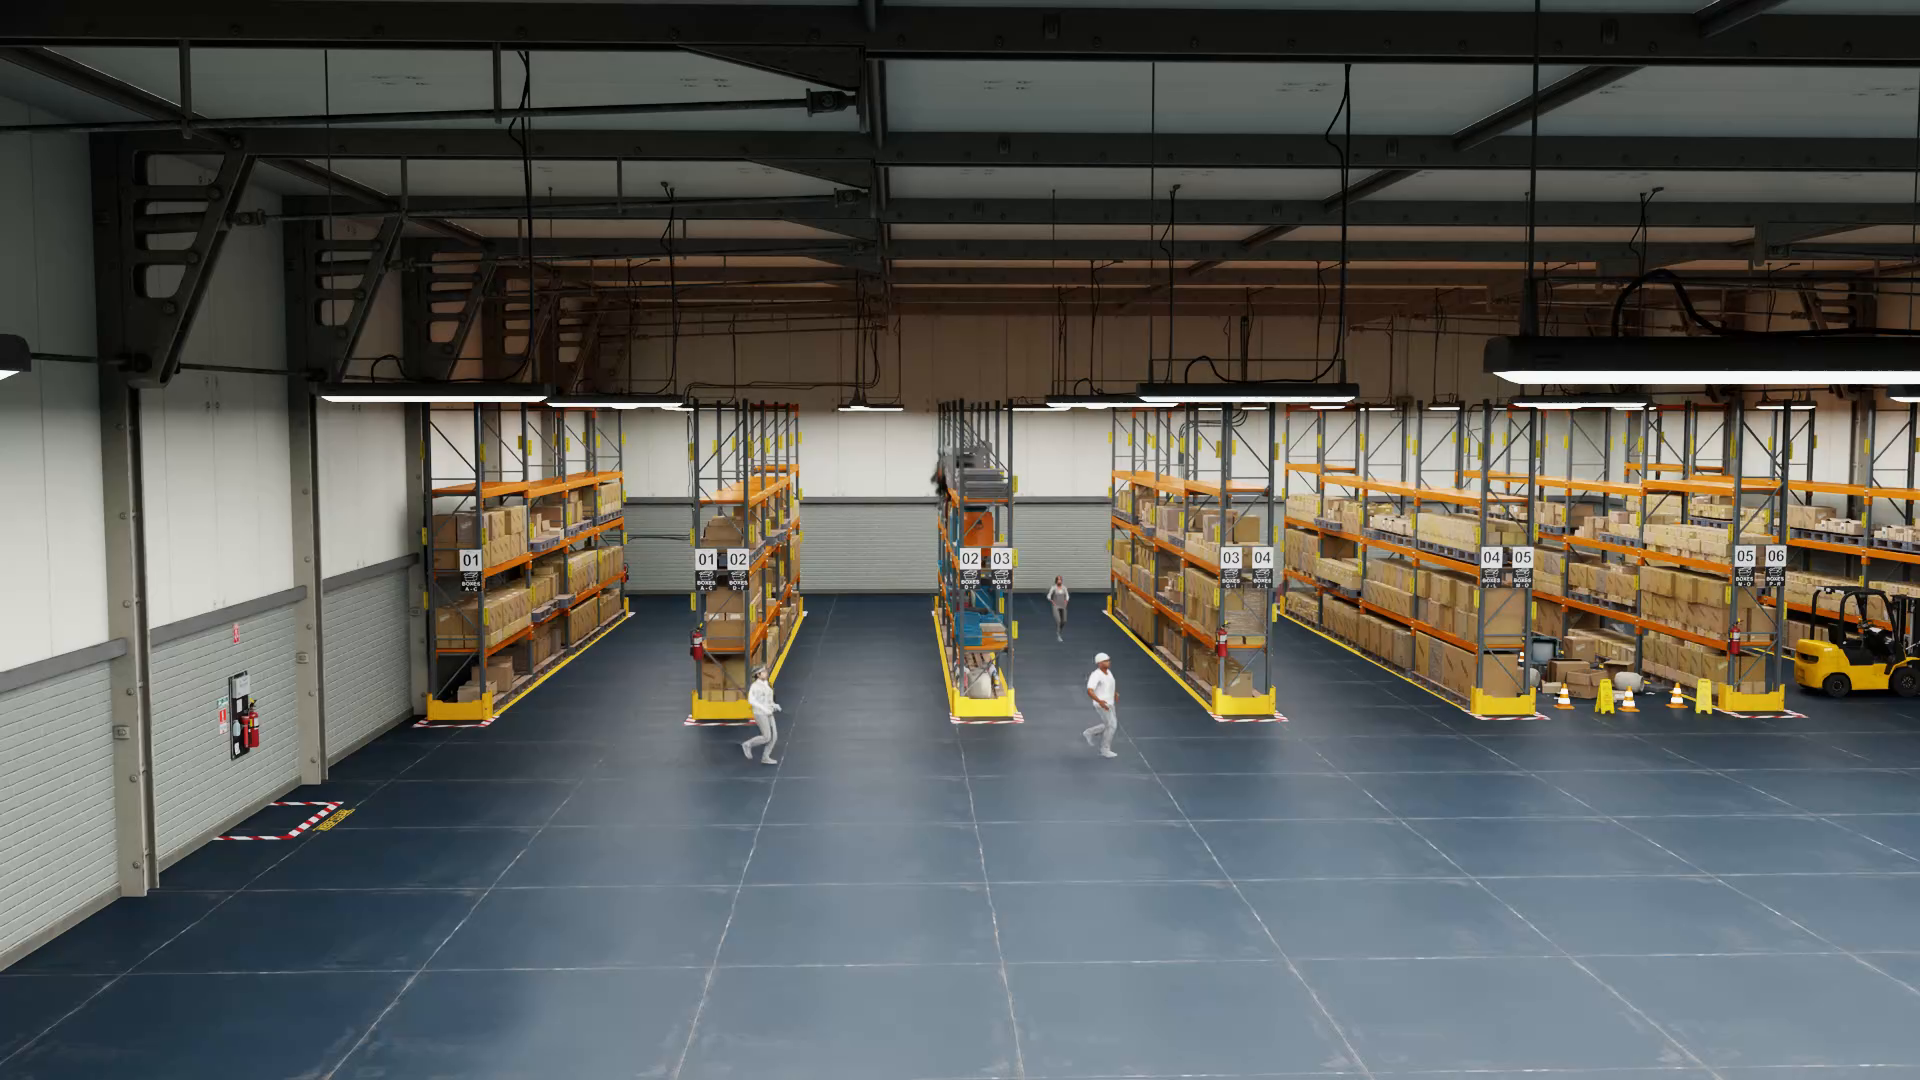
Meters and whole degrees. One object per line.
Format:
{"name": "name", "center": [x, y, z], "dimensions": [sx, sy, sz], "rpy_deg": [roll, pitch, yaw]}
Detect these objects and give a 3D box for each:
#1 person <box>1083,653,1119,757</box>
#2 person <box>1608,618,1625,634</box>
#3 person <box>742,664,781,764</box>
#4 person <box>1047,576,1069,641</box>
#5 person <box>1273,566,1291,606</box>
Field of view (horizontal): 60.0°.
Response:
{"name": "person", "center": [2.358, 2.750, 27.857], "dimensions": [0.640, 1.736, 0.694], "rpy_deg": [2, 5, 26]}
{"name": "person", "center": [16.443, 1.770, 41.410], "dimensions": [0.586, 1.621, 0.544], "rpy_deg": [0, 4, -6]}
{"name": "person", "center": [-3.257, 2.833, 27.182], "dimensions": [0.580, 1.647, 0.616], "rpy_deg": [1, 5, 18]}
{"name": "person", "center": [2.361, 1.630, 39.822], "dimensions": [0.535, 1.557, 0.512], "rpy_deg": [-1, 4, -12]}
{"name": "person", "center": [9.606, 1.177, 49.093], "dimensions": [0.923, 1.615, 0.595], "rpy_deg": [2, 5, 20]}
